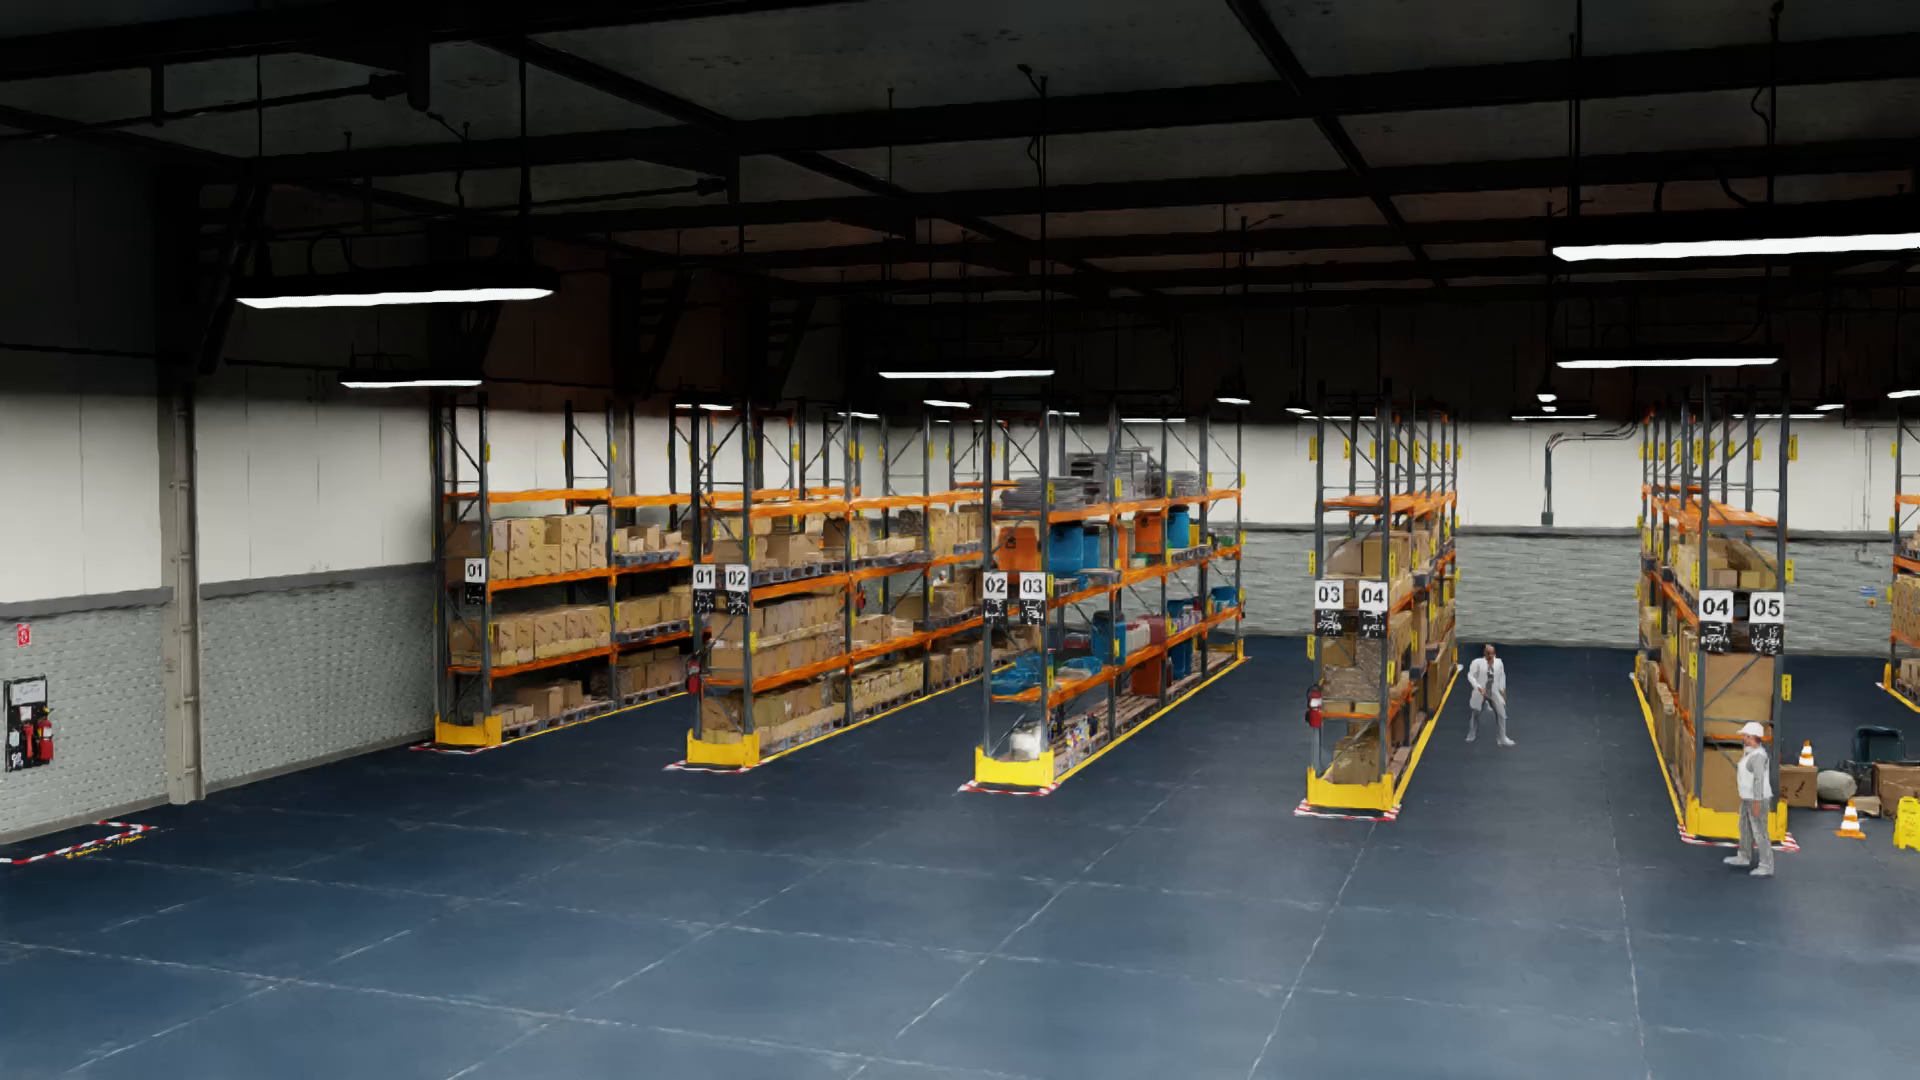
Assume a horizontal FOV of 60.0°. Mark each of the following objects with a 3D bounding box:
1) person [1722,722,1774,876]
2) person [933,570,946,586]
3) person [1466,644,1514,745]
[{"bbox_3d":[9.404,3.042,19.795,0.522,1.775,0.716,1,3,17],"label":"person"},{"bbox_3d":[-0.600,1.666,47.321,0.550,1.649,0.589,-1,3,-17],"label":"person"},{"bbox_3d":[9.011,2.621,28.423,0.735,1.712,0.905,0,3,4],"label":"person"}]
